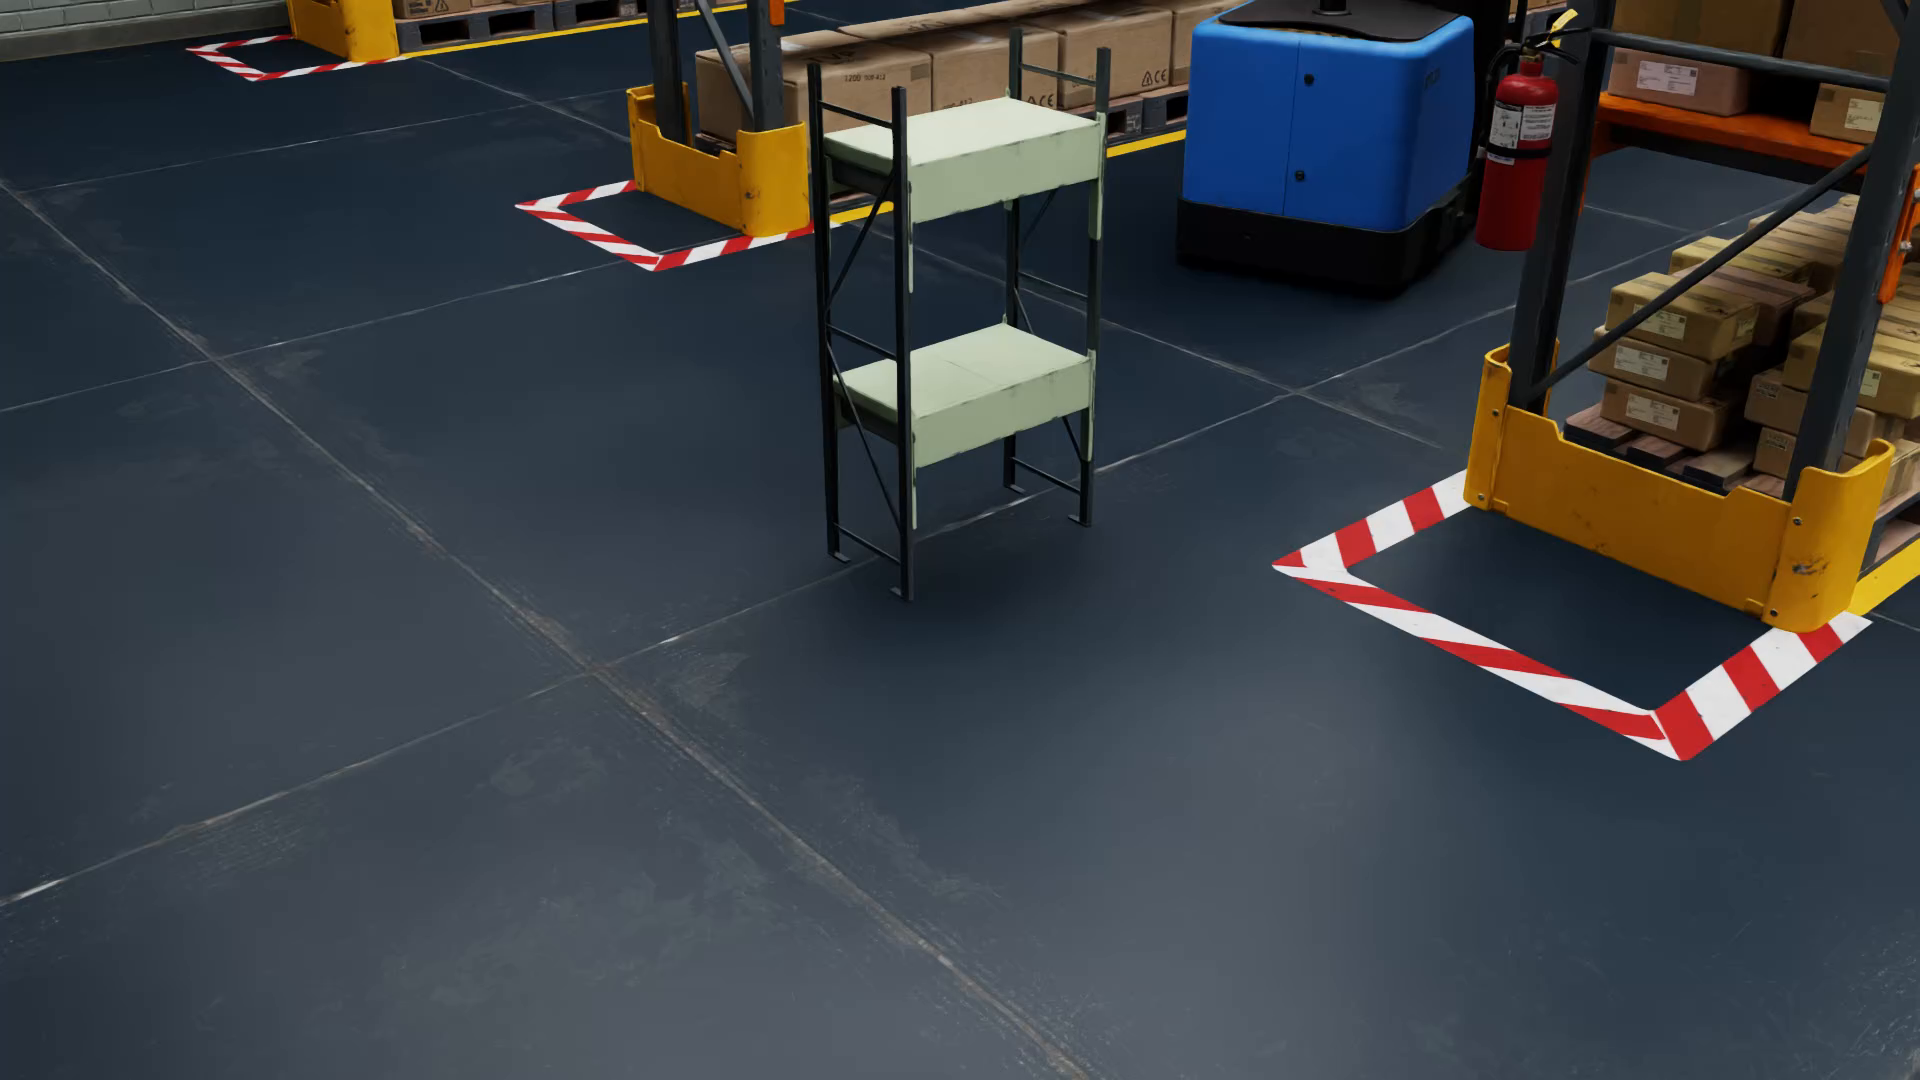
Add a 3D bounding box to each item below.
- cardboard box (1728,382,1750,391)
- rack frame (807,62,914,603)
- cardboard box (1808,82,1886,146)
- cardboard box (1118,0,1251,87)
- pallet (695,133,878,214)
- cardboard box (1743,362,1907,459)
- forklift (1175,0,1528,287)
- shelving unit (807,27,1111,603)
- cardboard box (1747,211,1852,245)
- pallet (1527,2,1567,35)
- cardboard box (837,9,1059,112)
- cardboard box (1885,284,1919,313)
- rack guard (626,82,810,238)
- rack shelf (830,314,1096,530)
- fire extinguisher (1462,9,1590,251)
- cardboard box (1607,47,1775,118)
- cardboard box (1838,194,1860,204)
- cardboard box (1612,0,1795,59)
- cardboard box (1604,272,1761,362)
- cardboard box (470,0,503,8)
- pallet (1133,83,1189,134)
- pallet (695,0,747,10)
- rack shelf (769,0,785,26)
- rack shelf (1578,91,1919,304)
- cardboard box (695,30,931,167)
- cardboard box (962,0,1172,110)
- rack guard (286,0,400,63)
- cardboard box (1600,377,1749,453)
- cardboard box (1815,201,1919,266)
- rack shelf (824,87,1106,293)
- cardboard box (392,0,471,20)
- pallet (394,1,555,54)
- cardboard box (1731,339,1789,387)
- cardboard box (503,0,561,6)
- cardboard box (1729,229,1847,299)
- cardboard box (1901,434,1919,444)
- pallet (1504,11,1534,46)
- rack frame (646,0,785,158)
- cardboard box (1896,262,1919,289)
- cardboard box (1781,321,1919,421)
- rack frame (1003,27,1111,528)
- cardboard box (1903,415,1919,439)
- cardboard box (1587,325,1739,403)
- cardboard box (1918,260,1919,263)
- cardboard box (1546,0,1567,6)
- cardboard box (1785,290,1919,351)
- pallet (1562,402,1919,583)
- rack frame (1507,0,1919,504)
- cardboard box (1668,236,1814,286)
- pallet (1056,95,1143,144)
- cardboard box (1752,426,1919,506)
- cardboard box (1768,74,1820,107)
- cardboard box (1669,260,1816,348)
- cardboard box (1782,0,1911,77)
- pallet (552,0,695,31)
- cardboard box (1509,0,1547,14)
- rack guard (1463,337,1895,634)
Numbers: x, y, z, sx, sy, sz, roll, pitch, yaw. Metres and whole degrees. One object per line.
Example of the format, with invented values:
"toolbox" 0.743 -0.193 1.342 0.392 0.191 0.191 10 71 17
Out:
"cardboard box" 2.486 -0.560 5.695 0.250 0.149 0.380 -21 34 -33
"rack frame" -0.273 -0.552 4.691 0.023 1.500 0.400 -22 35 -35
"cardboard box" 2.551 -1.152 4.491 0.250 0.149 0.380 -22 35 -35
"cardboard box" 1.297 -3.151 10.236 0.875 0.438 0.875 -22 35 -36
"pallet" -0.641 -2.068 8.897 1.213 0.211 1.003 -22 35 -35
"cardboard box" 2.657 -0.409 5.096 0.250 0.149 0.380 -20 34 -33
"forklift" 2.161 -3.037 7.824 1.130 2.935 3.031 15 32 26
"shelving unit" 0.005 -0.664 4.900 0.755 1.500 0.431 -22 35 -35
"cardboard box" 3.079 -1.064 6.007 0.250 0.149 0.380 -20 34 -33
"pallet" 4.239 -4.029 12.565 1.213 0.211 1.003 -22 35 -35
"cardboard box" -0.070 -2.602 9.208 0.875 0.438 0.875 -21 34 -34
"cardboard box" 3.117 -0.669 5.267 0.250 0.149 0.380 -22 35 -35
"rack guard" -1.217 -1.916 8.305 0.348 0.500 1.175 -22 35 -35
"rack shelf" 0.005 -0.376 5.054 0.720 0.370 0.431 -22 35 -35
"fire extinguisher" 1.600 -1.172 4.737 0.183 0.674 0.296 -22 35 -35
"cardboard box" 2.156 -1.372 4.901 0.250 0.149 0.380 -22 35 -35
"cardboard box" 3.532 -1.196 6.253 0.250 0.149 0.380 -22 35 -35
"cardboard box" 2.266 -1.687 4.802 0.500 0.500 0.500 -21 35 -34
"cardboard box" 2.330 -0.725 5.372 0.250 0.149 0.380 -21 35 -34
"cardboard box" -3.547 -4.001 12.134 0.250 0.149 0.380 -24 36 -37
"pallet" 1.215 -2.815 10.293 1.213 0.211 1.003 -22 35 -35
"pallet" -1.903 -4.588 13.612 1.213 0.211 1.003 -22 35 -35
"rack shelf" 0.323 -3.320 9.044 4.000 0.370 1.077 -22 35 -35
"rack shelf" 3.613 -1.576 5.780 4.000 0.370 1.077 -22 35 -35
"cardboard box" -0.761 -2.319 8.679 0.875 0.438 0.875 -23 36 -37
"cardboard box" 0.617 -2.877 9.724 0.875 0.438 0.875 -23 36 -36
"rack guard" -4.365 -3.725 11.690 0.348 0.500 1.175 -22 35 -35
"cardboard box" 2.357 -0.445 5.480 0.250 0.149 0.380 -21 35 -34
"cardboard box" 3.352 -1.105 6.084 0.250 0.149 0.380 -23 36 -36
"rack shelf" 0.005 -1.008 4.716 0.720 0.370 0.431 -22 35 -35
"cardboard box" -3.896 -4.042 11.833 0.637 0.503 0.797 -24 36 -37
"pallet" -3.759 -3.842 12.215 1.213 0.211 1.003 -22 35 -35
"cardboard box" 2.542 -0.665 5.576 0.250 0.149 0.380 -23 36 -36
"cardboard box" -3.220 -4.288 12.297 0.500 0.500 0.700 -20 34 -33
"cardboard box" 2.911 -0.962 5.816 0.250 0.149 0.380 -24 36 -37
"cardboard box" 2.844 -0.364 5.329 0.250 0.149 0.380 -22 35 -35
"pallet" 3.311 -3.658 11.870 1.213 0.211 1.003 -22 35 -35
"rack frame" -1.198 -3.026 7.729 0.127 3.000 1.000 -22 35 -35
"cardboard box" 3.252 -0.775 5.465 0.250 0.149 0.380 -24 36 -37
"cardboard box" 2.711 -0.510 4.970 0.250 0.149 0.380 -24 36 -37
"rack frame" 0.284 -0.775 5.110 0.023 1.500 0.400 -22 35 -35
"cardboard box" 2.902 -0.472 5.215 0.250 0.149 0.380 -22 35 -35
"cardboard box" 2.308 -0.605 5.462 0.250 0.149 0.380 -23 36 -36
"cardboard box" 3.469 -0.856 5.617 0.250 0.149 0.380 -20 34 -33
"cardboard box" 4.308 -4.540 12.371 0.875 0.875 0.875 -22 35 -35
"cardboard box" 2.842 -0.638 5.209 0.250 0.149 0.380 -21 35 -34
"pallet" 2.790 -0.311 5.608 1.213 0.211 1.003 -22 35 -35
"rack frame" 2.091 -1.282 4.466 0.127 3.000 1.000 -22 35 -35
"cardboard box" 2.673 -0.906 5.710 0.250 0.149 0.380 -23 36 -36
"pallet" 0.287 -2.440 9.591 1.213 0.211 1.003 -22 35 -35
"cardboard box" 2.698 -0.255 5.124 0.250 0.149 0.380 -21 35 -34
"cardboard box" 2.370 -1.435 5.018 0.250 0.149 0.380 -22 35 -35
"cardboard box" 2.558 -0.781 5.477 0.250 0.149 0.380 -21 35 -34
"cardboard box" 2.612 -1.495 4.444 0.500 0.500 0.500 -20 34 -33
"pallet" -2.831 -4.213 12.910 1.213 0.211 1.003 -22 35 -35
"cardboard box" 3.627 -4.268 11.863 0.875 0.875 0.875 -21 35 -34
"rack guard" 2.149 -0.202 5.098 0.348 0.500 1.175 -22 35 -35
